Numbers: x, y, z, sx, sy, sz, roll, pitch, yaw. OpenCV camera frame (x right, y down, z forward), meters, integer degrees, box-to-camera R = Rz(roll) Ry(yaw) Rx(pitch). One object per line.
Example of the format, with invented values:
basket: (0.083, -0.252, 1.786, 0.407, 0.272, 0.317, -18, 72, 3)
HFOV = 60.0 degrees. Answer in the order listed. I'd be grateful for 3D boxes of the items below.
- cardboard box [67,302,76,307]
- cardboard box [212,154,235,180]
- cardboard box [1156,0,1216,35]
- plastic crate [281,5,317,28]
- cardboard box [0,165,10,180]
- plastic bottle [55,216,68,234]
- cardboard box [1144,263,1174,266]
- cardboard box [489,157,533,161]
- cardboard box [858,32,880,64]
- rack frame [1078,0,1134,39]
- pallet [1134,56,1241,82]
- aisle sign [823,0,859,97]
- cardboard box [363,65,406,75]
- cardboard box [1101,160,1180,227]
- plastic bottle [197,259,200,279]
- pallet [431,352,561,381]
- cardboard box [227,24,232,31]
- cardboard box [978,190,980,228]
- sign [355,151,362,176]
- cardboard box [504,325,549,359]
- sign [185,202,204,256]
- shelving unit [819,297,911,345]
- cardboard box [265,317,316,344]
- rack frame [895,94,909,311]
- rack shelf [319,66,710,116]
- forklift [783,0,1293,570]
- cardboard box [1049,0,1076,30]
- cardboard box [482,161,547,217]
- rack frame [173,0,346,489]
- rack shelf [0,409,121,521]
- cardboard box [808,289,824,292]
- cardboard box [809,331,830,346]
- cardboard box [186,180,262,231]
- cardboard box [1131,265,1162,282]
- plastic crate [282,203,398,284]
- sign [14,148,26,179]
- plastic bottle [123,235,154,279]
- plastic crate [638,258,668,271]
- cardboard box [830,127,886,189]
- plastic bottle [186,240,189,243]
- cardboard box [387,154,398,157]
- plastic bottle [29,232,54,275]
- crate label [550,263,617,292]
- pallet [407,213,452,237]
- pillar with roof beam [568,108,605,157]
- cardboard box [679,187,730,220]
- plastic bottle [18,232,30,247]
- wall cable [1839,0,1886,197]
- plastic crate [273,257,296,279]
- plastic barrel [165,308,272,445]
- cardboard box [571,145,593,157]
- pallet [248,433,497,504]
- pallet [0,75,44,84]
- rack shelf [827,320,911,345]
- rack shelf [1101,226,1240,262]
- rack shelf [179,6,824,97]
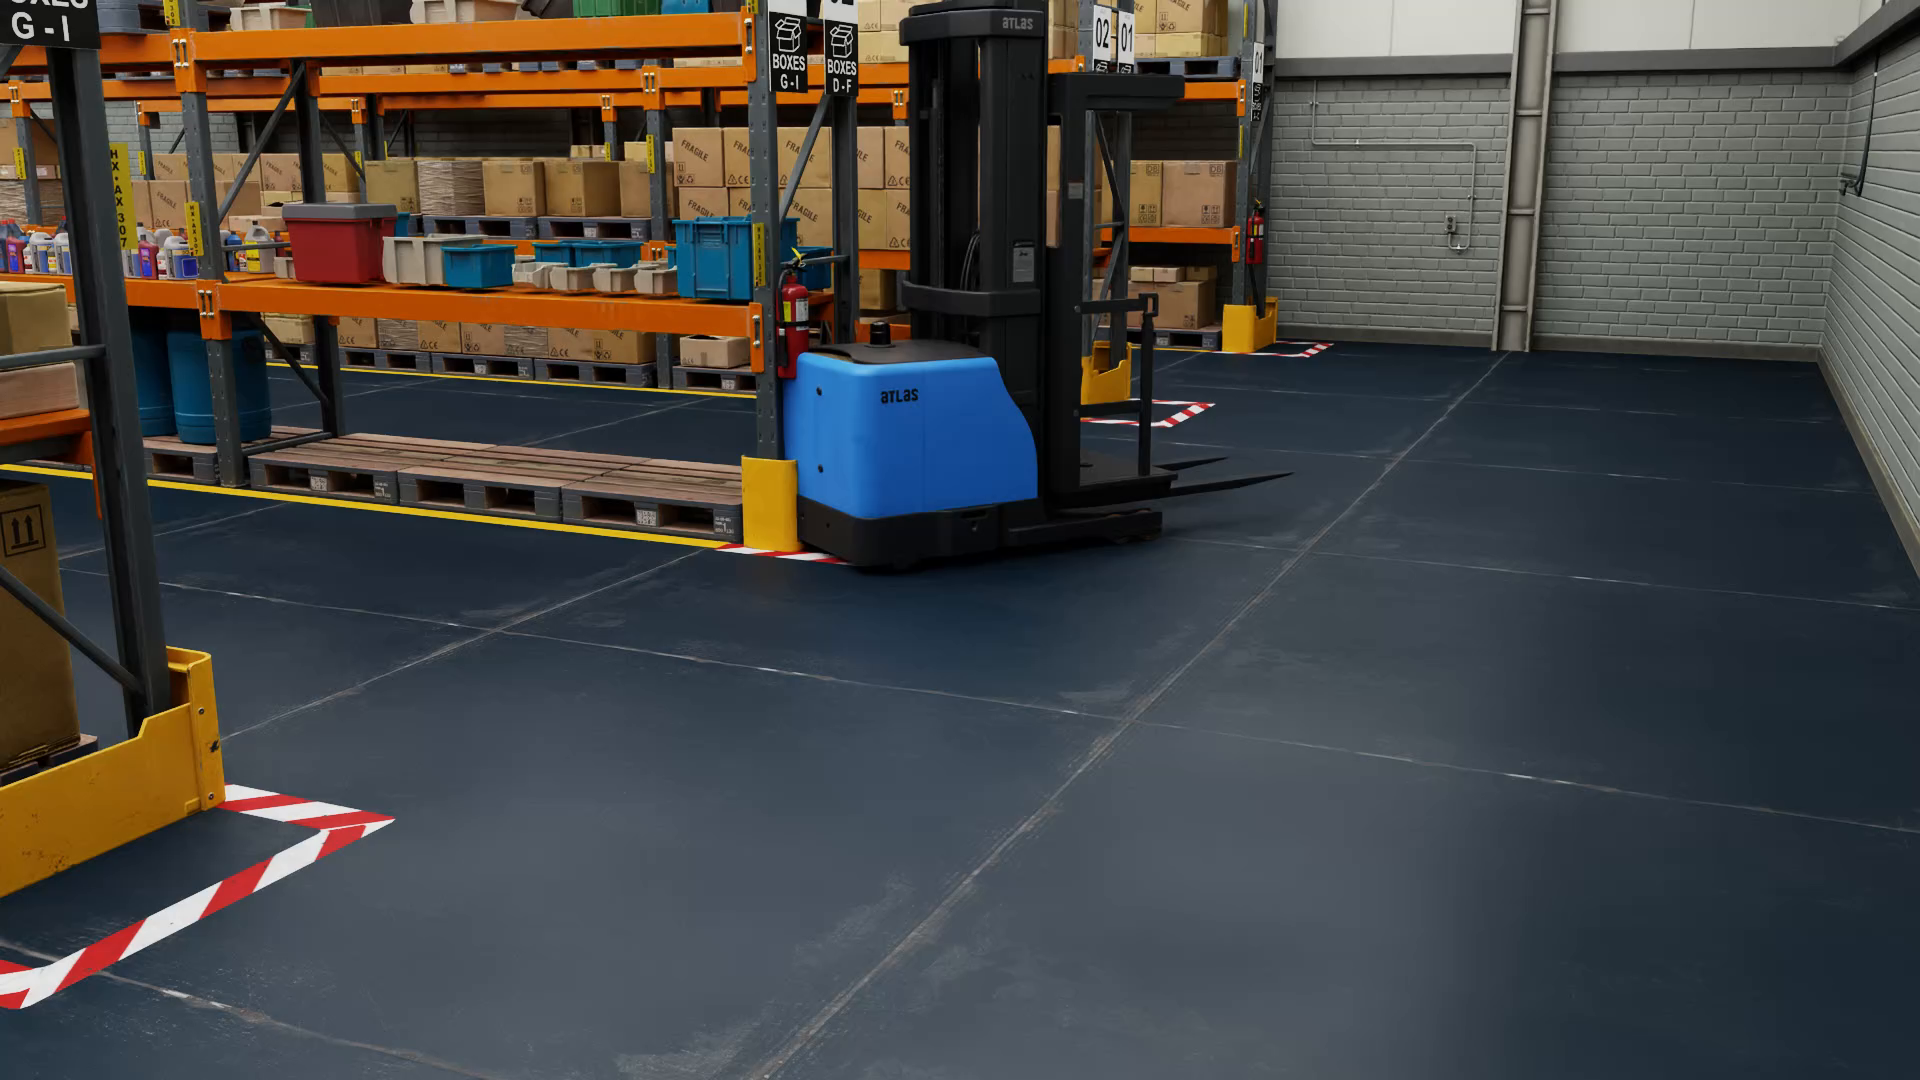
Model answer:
cardboard box: (-9.524, -2.720, 18.151, 0.500, 0.311, 0.500, 6, 14, 23)
cardboard box: (-10.223, -5.174, 23.382, 0.500, 0.500, 0.500, 5, 14, 21)
cardboard box: (2.394, -5.612, 17.588, 0.500, 0.500, 0.500, 6, 14, 23)
plastic crate: (-3.987, -3.278, 10.555, 0.662, 0.188, 0.450, 6, 14, 23)
cardboard box: (-10.362, -4.039, 18.264, 0.250, 0.149, 0.380, 5, 14, 22)
plastic bottle: (-6.437, -2.165, 12.024, 0.185, 0.351, 0.144, 6, 14, 23)
cardboard box: (2.225, -3.020, 18.691, 0.250, 0.149, 0.380, 6, 14, 23)
cardboard box: (-5.723, -4.751, 21.754, 0.500, 0.500, 0.700, 6, 14, 23)
cardboard box: (-0.772, -4.082, 13.848, 0.500, 0.250, 0.500, 6, 14, 23)
rack frame: (1.171, -5.481, 12.917, 0.127, 3.000, 1.000, 6, 14, 23)
pallet: (2.491, -5.079, 17.963, 1.213, 0.211, 1.003, 6, 14, 23)
aisle sign: (-0.653, -2.848, 9.133, 0.004, 0.787, 0.394, 6, 14, 23)
cardboard box: (-5.265, -4.729, 16.059, 0.500, 0.500, 0.910, 6, 14, 23)
cardboard box: (2.033, -3.852, 18.448, 0.700, 0.700, 0.980, 6, 14, 23)
plastic bottle: (-4.954, -1.797, 10.780, 0.097, 0.201, 0.097, 0, 13, 0)
pallet: (-4.365, -1.753, 16.265, 1.213, 0.211, 1.003, 6, 14, 23)
cardboard box: (-10.290, -6.893, 23.048, 0.500, 0.500, 0.500, 6, 15, 25)
cardboard box: (0.175, -2.641, 13.726, 0.500, 0.500, 0.500, 6, 14, 24)
sign: (-8.011, -5.014, 22.160, 0.005, 0.325, 0.100, 6, 14, 23)
cardboard box: (-3.961, -2.008, 15.754, 0.500, 0.500, 0.500, 6, 14, 24)
sign: (-4.721, -1.917, 10.251, 0.005, 0.325, 0.100, 6, 14, 23)
shelving unit: (-0.282, -0.873, 10.018, 1.048, 1.125, 0.538, 0, 9, -25)
cardboard box: (-6.724, -2.165, 17.013, 0.500, 0.250, 0.500, 6, 15, 25)
rack frame: (-0.484, -3.966, 19.590, 0.127, 3.000, 1.000, 6, 14, 23)
rack shelf: (-4.315, -4.226, 15.707, 4.000, 0.370, 1.077, 6, 14, 23)
forklift: (0.537, -1.501, 9.234, 3.031, 2.935, 1.130, -8, 15, -30)
cardboard box: (0.598, -4.186, 13.195, 0.500, 0.250, 0.500, 6, 14, 23)
cardboard box: (-4.127, -3.335, 15.761, 0.500, 0.500, 0.700, 2, 13, 9)
rack frame: (-4.496, -1.897, 10.772, 0.127, 3.000, 1.000, 6, 14, 23)
rack shelf: (-4.674, -0.327, 5.656, 4.000, 0.370, 1.077, 6, 14, 23)
cardboard box: (-1.944, -3.238, 20.276, 0.750, 0.750, 0.750, 6, 15, 25)
cardboard box: (-1.165, -1.773, 15.168, 0.500, 0.311, 0.500, 6, 14, 23)
cardboard box: (-7.685, -3.502, 17.392, 0.500, 0.500, 0.500, 5, 14, 20)
cardboard box: (2.068, -2.940, 18.352, 0.250, 0.149, 0.380, 6, 15, 25)
plastic crate: (-3.782, -1.822, 10.182, 0.583, 0.464, 0.402, 6, 14, 23)
sign: (-10.024, -4.015, 17.731, 0.005, 0.325, 0.100, 6, 14, 23)
plastic bottle: (-5.322, -1.839, 10.797, 0.135, 0.276, 0.152, 6, 14, 23)
plastic crate: (-1.812, -1.629, 10.076, 0.298, 0.136, 0.250, 6, 14, 23)
cardboard box: (-0.756, -3.221, 14.008, 0.500, 0.500, 0.500, 6, 15, 25)
plastic bottle: (-5.373, -1.991, 11.607, 0.097, 0.201, 0.097, 0, 13, 0)
cardboard box: (-8.143, -5.095, 23.045, 0.500, 0.500, 0.500, 5, 14, 22)
plastic bottle: (-6.118, -1.920, 11.141, 0.135, 0.276, 0.152, 6, 14, 23)
crate label: (-2.182, -1.515, 9.593, 0.243, 0.136, 0.396, 6, 14, 23)
pallet: (-5.496, -3.160, 16.574, 1.003, 0.211, 1.213, 6, 14, 23)
pillar with roof beam: (-6.723, -6.658, 17.933, 0.400, 9.000, 9.100, 6, 14, 23)
cardboard box: (-2.131, -2.875, 14.724, 0.500, 0.500, 0.500, 6, 15, 25)
plastic bottle: (-6.332, -1.947, 11.269, 0.097, 0.271, 0.097, 0, 13, 0)
wall cable: (8.200, -4.407, 15.134, 0.112, 2.526, 3.097, 6, 14, 23)
plastic crate: (-4.129, -1.725, 10.484, 0.243, 0.136, 0.396, 6, 14, 23)
plastic barrel: (-4.987, -1.133, 11.193, 0.708, 0.901, 0.600, 6, 14, 23)
cardboard box: (-4.769, -4.967, 21.255, 0.250, 0.149, 0.380, 3, 14, 14)
pallet: (-3.808, -0.479, 10.835, 1.213, 0.211, 1.003, 6, 14, 23)
pallet: (-10.591, -5.162, 18.315, 1.213, 0.211, 1.003, 6, 14, 23)
rack shelf: (-0.264, -1.162, 9.977, 1.000, 0.278, 0.538, 0, 9, -25)
rack shelf: (1.345, -3.431, 18.884, 4.000, 0.370, 1.077, 6, 14, 23)
rack shelf: (-2.668, -2.822, 9.722, 4.000, 0.370, 1.077, 6, 14, 23)
